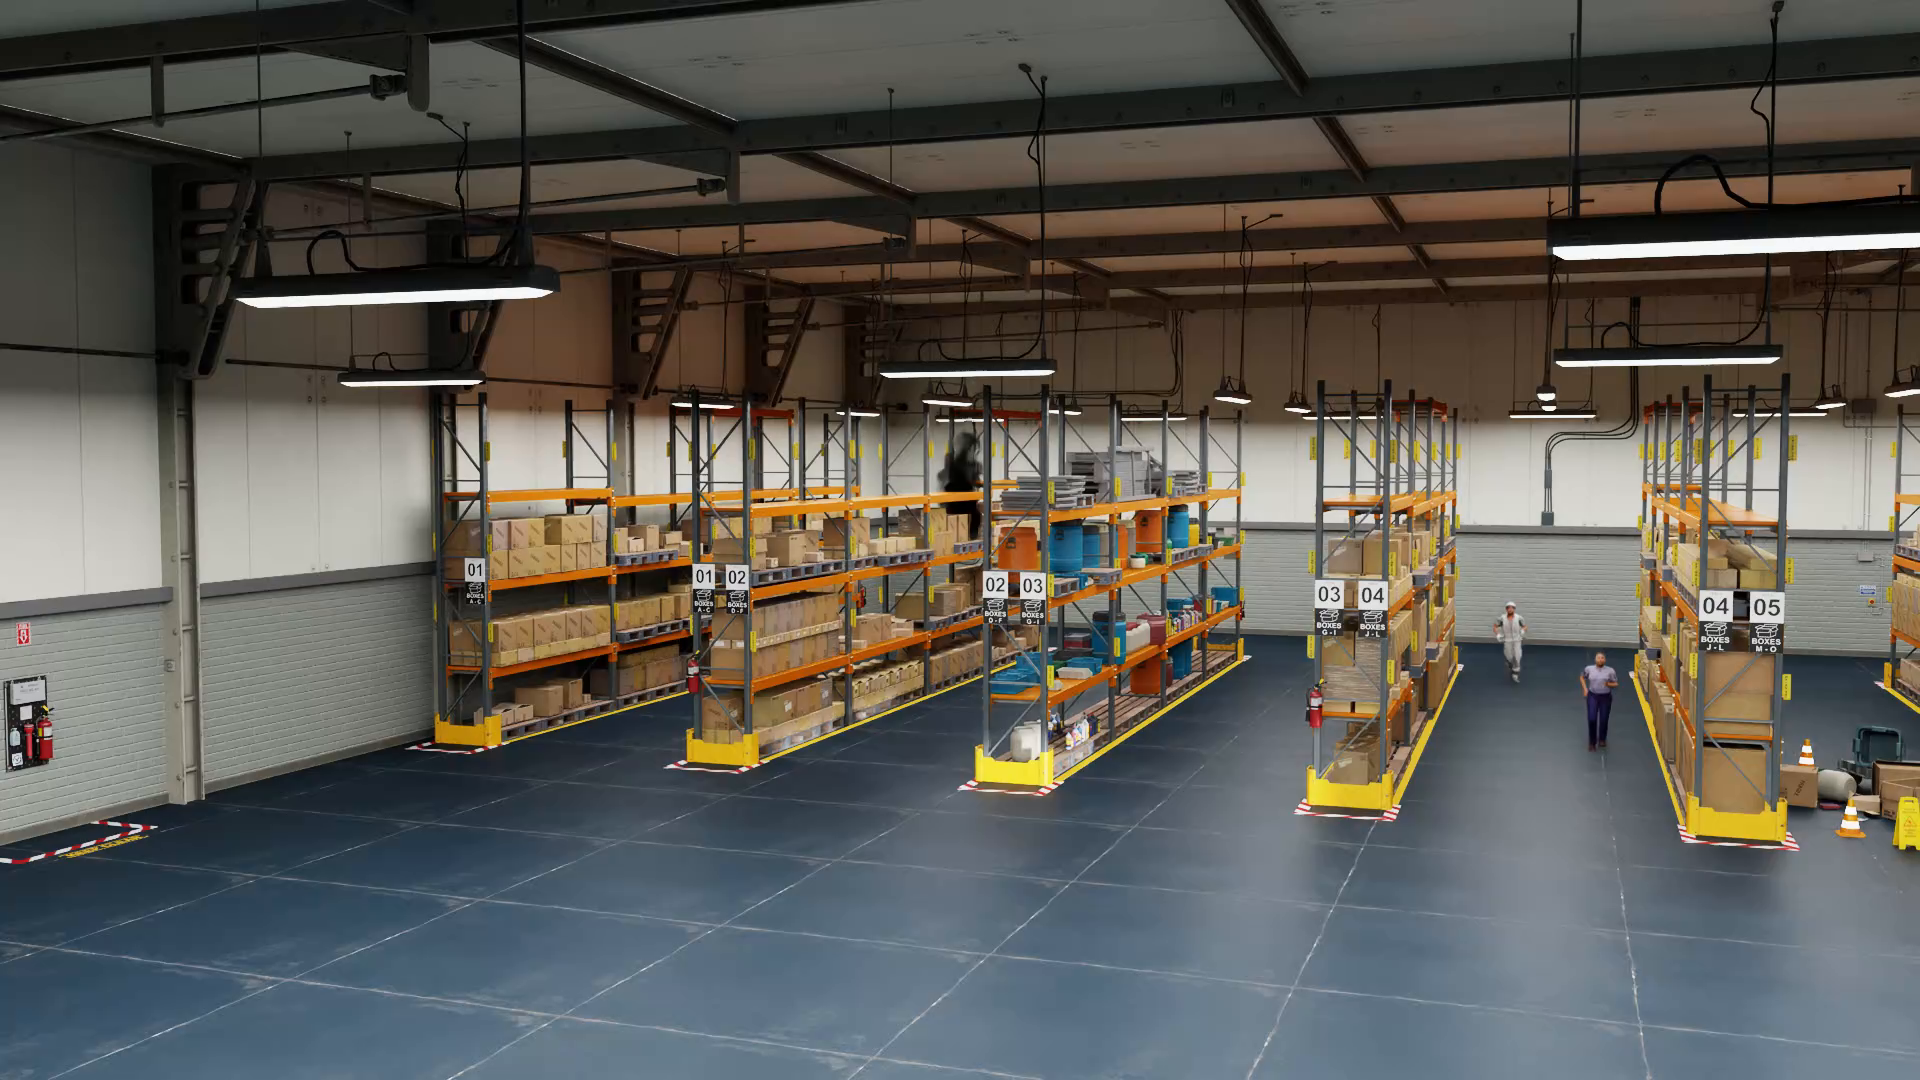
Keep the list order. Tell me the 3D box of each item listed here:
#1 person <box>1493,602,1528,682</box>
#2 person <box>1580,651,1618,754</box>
[{"bbox_3d":[11.965,2.220,36.114,0.709,1.737,0.614,1,3,13],"label":"person"},{"bbox_3d":[10.678,2.714,27.782,0.587,1.711,0.705,1,3,18],"label":"person"}]
